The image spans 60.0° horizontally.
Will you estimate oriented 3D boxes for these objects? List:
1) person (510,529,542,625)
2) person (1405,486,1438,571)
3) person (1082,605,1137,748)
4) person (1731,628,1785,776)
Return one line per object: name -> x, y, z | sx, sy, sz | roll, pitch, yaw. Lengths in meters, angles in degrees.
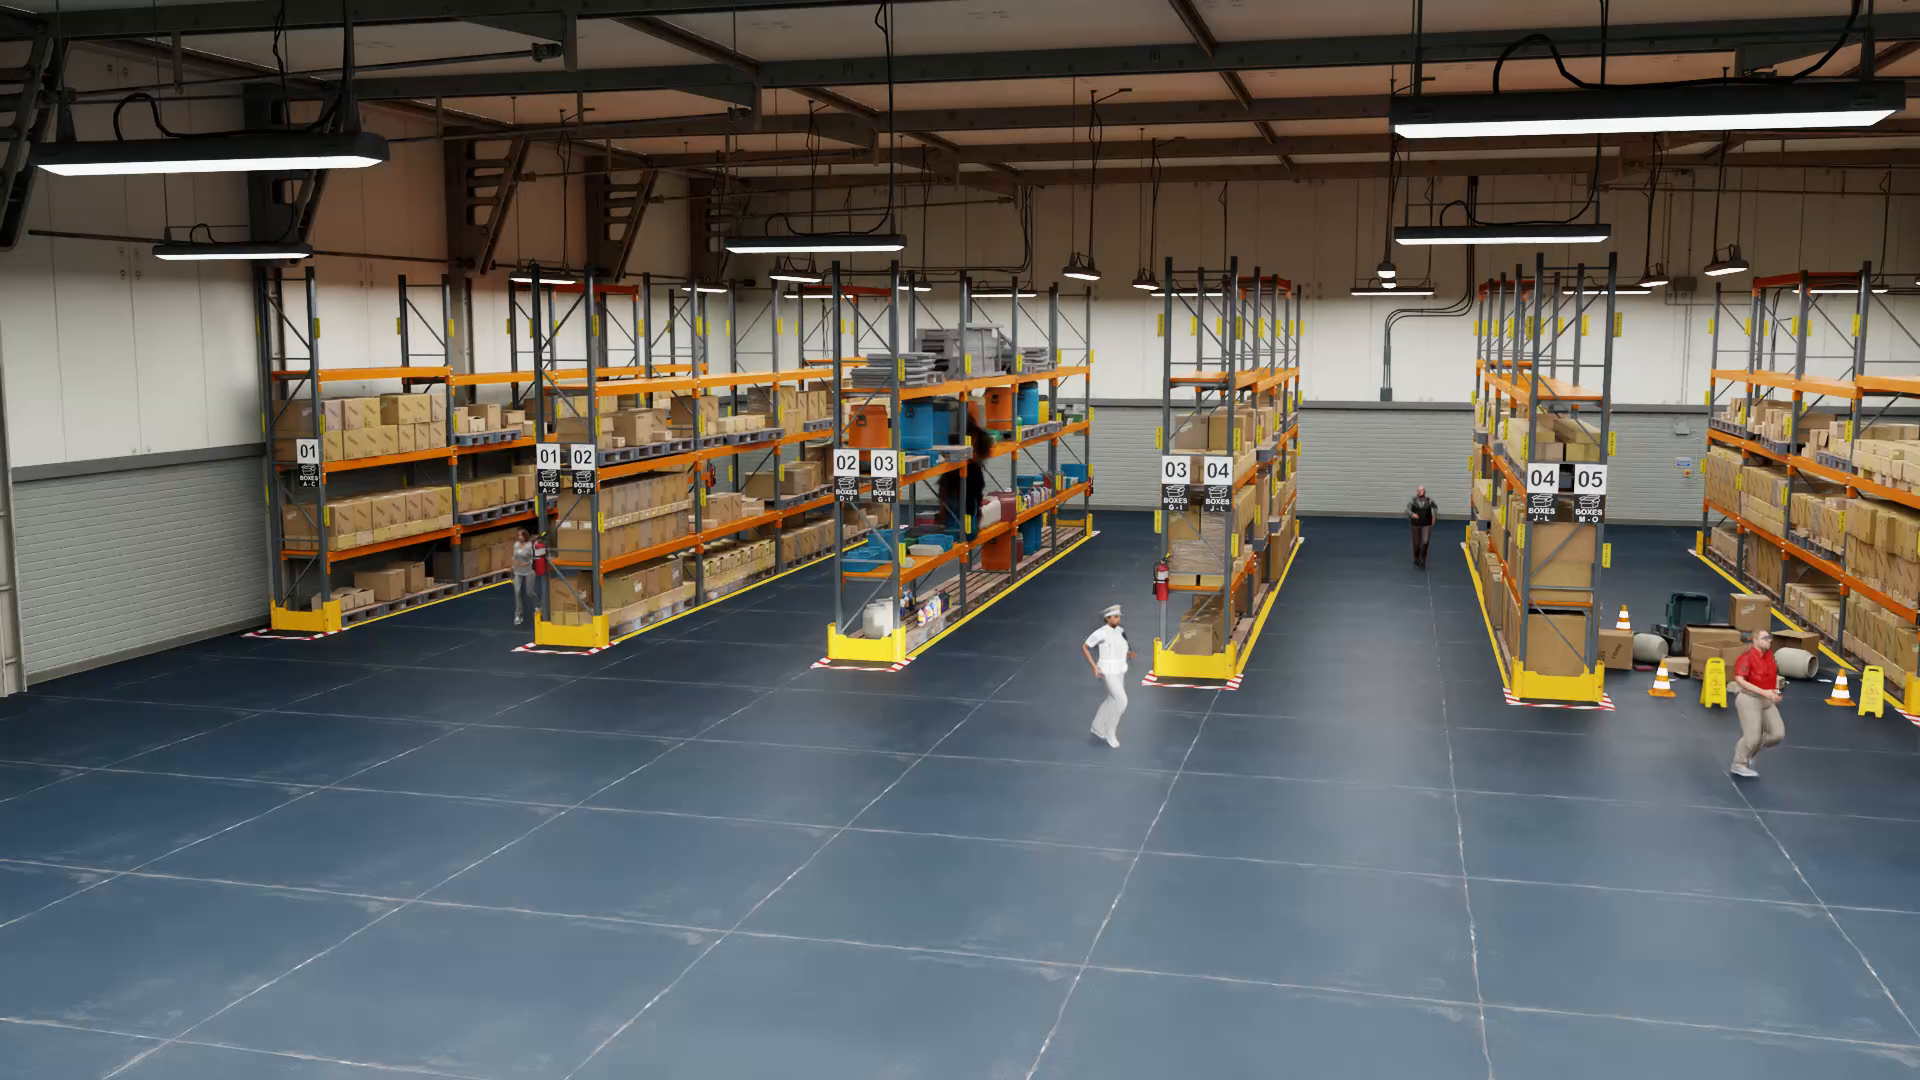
person -> -7.443, 0.600, 28.431 | 0.546, 1.600, 0.819 | 1, 7, 11
person -> 9.648, -0.250, 34.829 | 0.658, 1.770, 0.734 | 3, 8, 19
person -> 1.838, 1.634, 20.060 | 0.716, 1.733, 0.542 | 6, 10, 40
person -> 8.925, 1.817, 18.504 | 0.706, 1.681, 0.608 | -4, 8, -28
